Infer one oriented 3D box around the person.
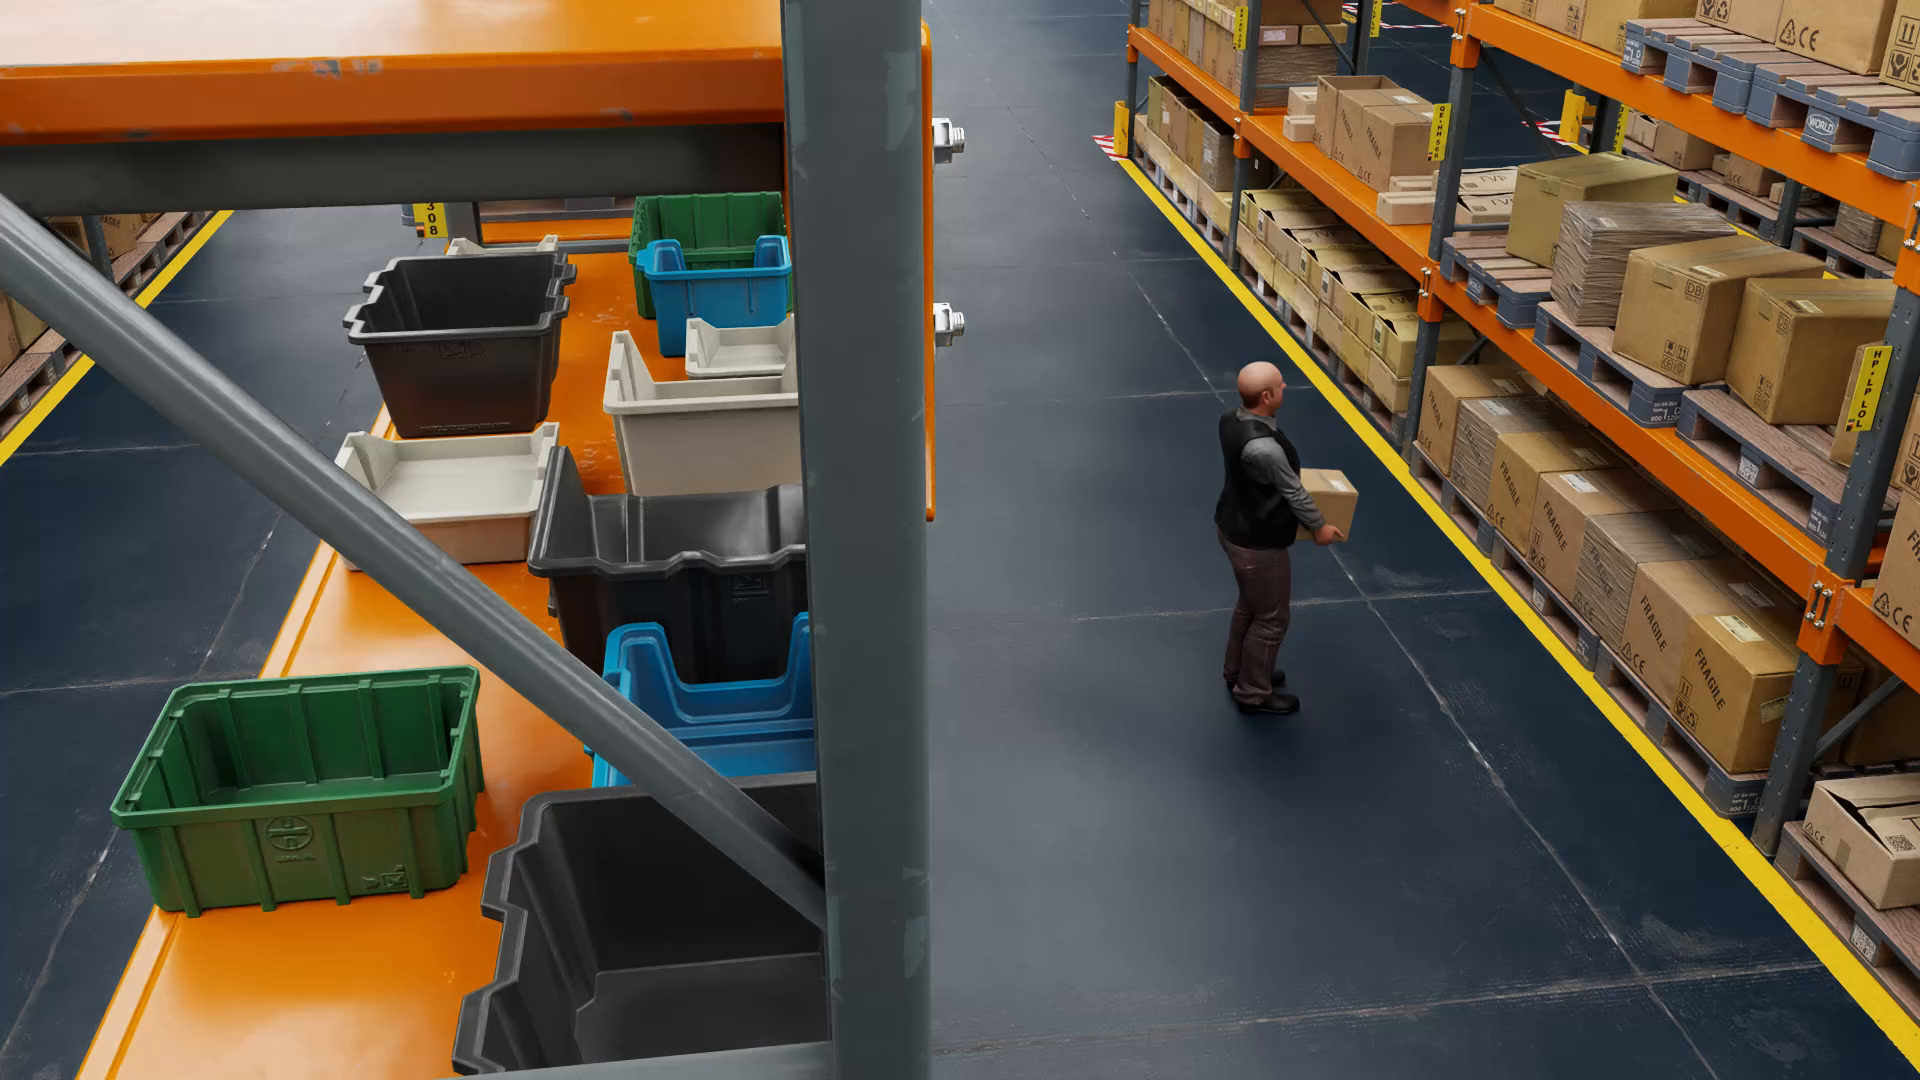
[{"bbox_3d":[1.455,-0.017,7.686,0.545,1.715,0.494,-3,27,-6],"label":"person"}]
